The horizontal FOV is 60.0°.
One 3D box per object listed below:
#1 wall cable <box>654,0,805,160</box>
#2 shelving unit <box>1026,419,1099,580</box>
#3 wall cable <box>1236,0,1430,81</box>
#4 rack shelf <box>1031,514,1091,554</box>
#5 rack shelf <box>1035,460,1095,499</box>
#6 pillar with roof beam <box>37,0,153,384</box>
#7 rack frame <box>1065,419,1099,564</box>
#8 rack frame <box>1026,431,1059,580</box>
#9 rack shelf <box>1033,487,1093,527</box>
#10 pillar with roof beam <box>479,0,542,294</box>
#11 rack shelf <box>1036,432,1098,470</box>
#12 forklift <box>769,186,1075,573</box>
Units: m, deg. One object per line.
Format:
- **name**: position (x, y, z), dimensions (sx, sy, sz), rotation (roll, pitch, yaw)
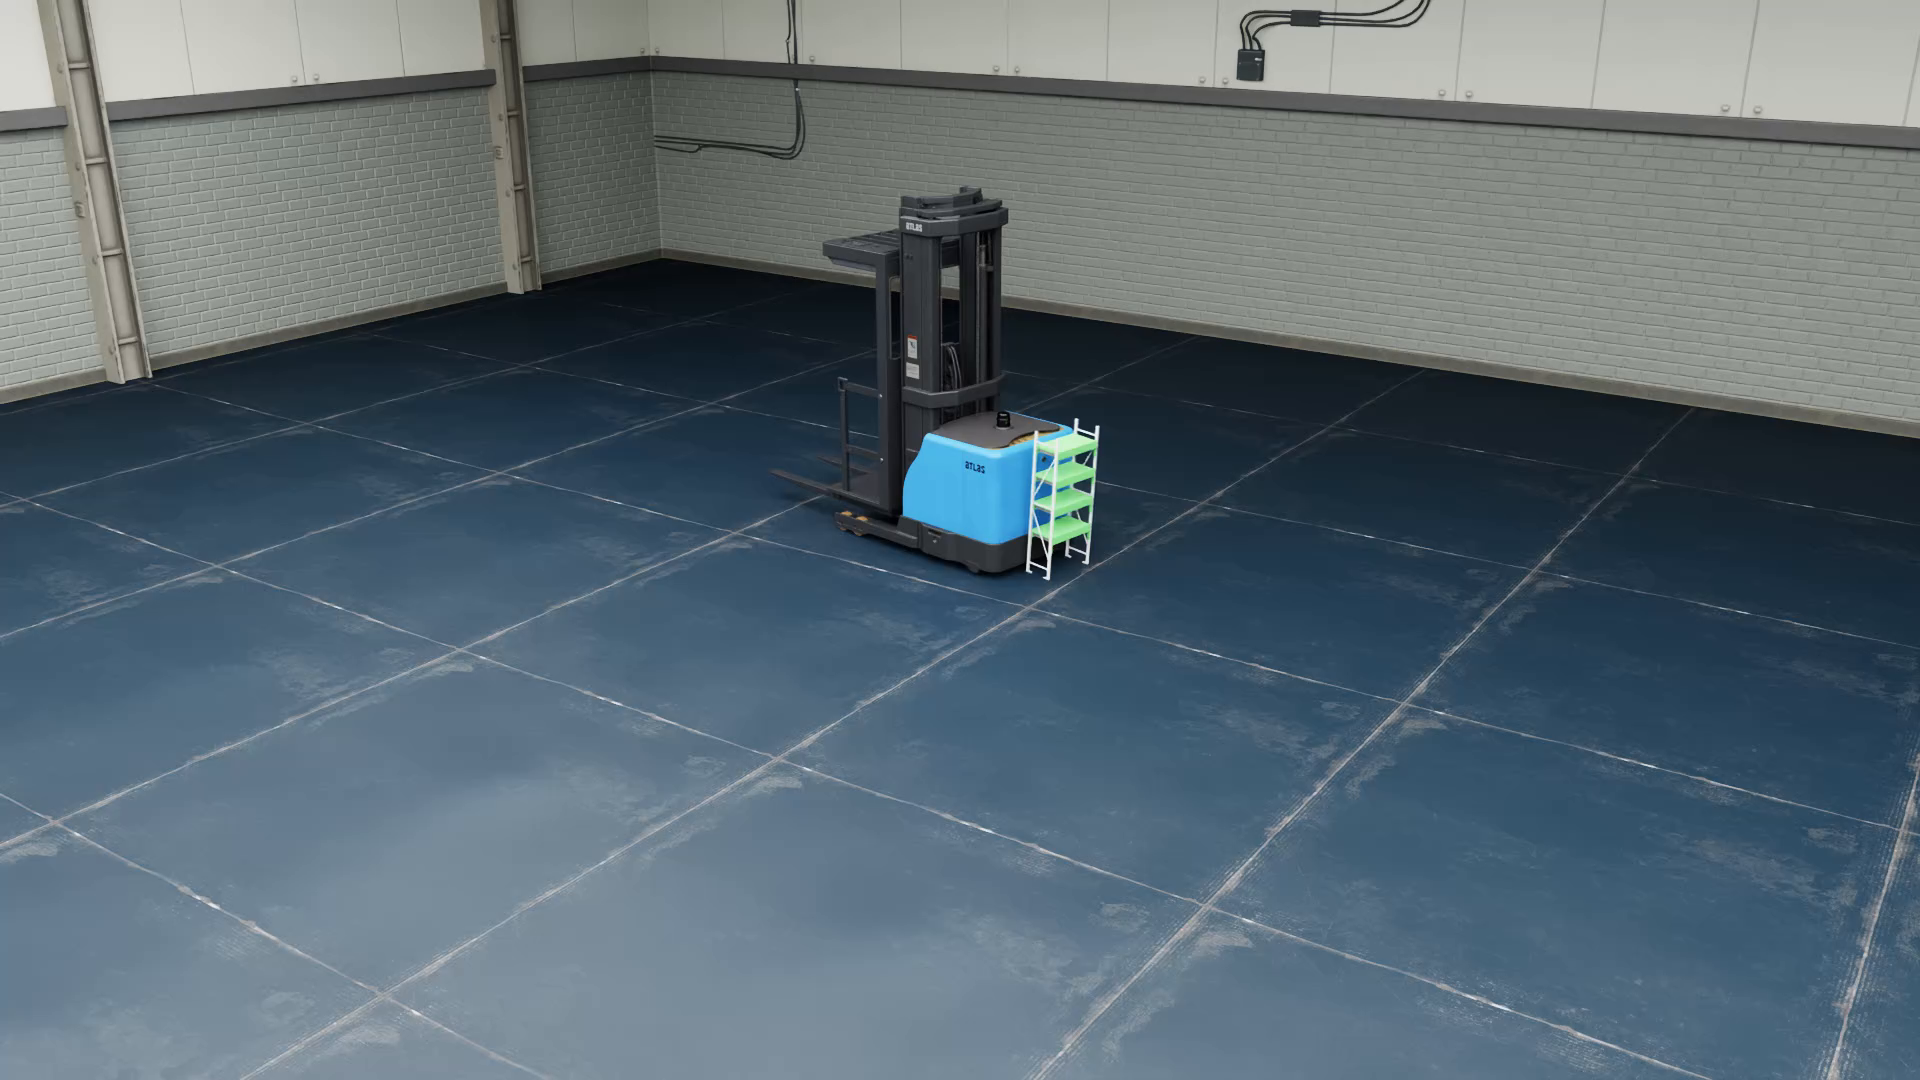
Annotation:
- **wall cable**: position (-3.539, -6.953, 24.566), dimensions (3.097, 2.526, 0.112), rotation (13, 24, 32)
- **shelving unit**: position (0.825, -0.329, 13.404), dimensions (0.258, 1.200, 0.503), rotation (22, 30, 39)
- **wall cable**: position (4.304, -8.148, 18.419), dimensions (2.305, 6.003, 0.169), rotation (13, 24, 32)
- **rack shelf**: position (0.813, -0.049, 13.521), dimensions (0.258, 0.148, 0.480), rotation (22, 30, 39)
- **rack shelf**: position (0.833, -0.491, 13.336), dimensions (0.258, 0.148, 0.480), rotation (22, 30, 39)
- **pillar with roof beam**: position (-6.101, -5.260, 15.515), dimensions (9.100, 9.000, 0.400), rotation (13, 24, 32)
- **rack frame**: position (0.994, -0.390, 13.569), dimensions (0.240, 1.200, 0.015), rotation (22, 30, 39)
- **rack frame**: position (0.656, -0.268, 13.239), dimensions (0.240, 1.200, 0.015), rotation (22, 30, 39)
- **rack shelf**: position (0.823, -0.270, 13.428), dimensions (0.258, 0.148, 0.480), rotation (22, 30, 39)
- **pillar with roof beam**: position (-2.728, -6.982, 20.169), dimensions (9.100, 9.000, 0.400), rotation (13, 24, 32)
- **rack shelf**: position (0.843, -0.713, 13.244), dimensions (0.258, 0.148, 0.480), rotation (22, 30, 39)
- **forklift**: position (-0.450, -1.525, 14.163), dimensions (3.031, 2.935, 1.130), rotation (18, 27, 41)
